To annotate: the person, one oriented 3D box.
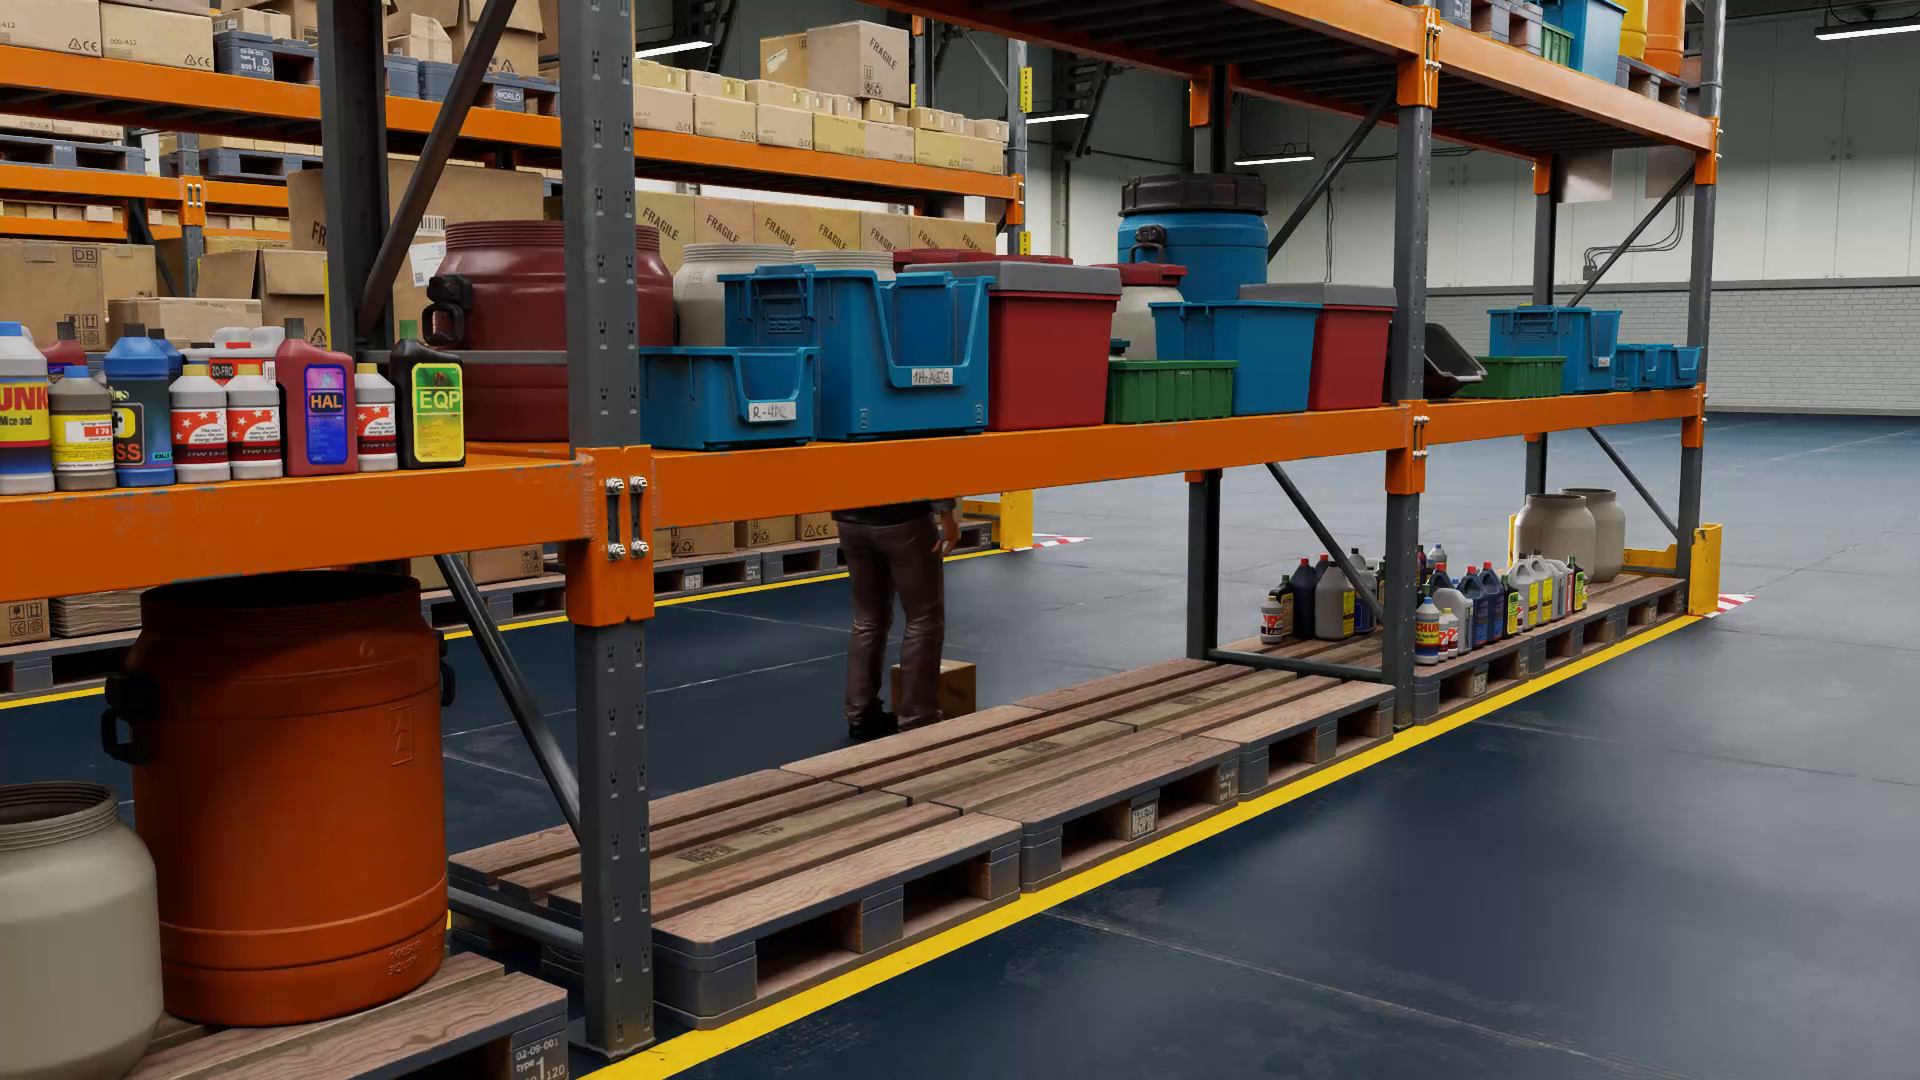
[{"bbox_3d":[-0.274,-0.073,6.461,0.580,1.721,0.416,5,8,39],"label":"person"}]
